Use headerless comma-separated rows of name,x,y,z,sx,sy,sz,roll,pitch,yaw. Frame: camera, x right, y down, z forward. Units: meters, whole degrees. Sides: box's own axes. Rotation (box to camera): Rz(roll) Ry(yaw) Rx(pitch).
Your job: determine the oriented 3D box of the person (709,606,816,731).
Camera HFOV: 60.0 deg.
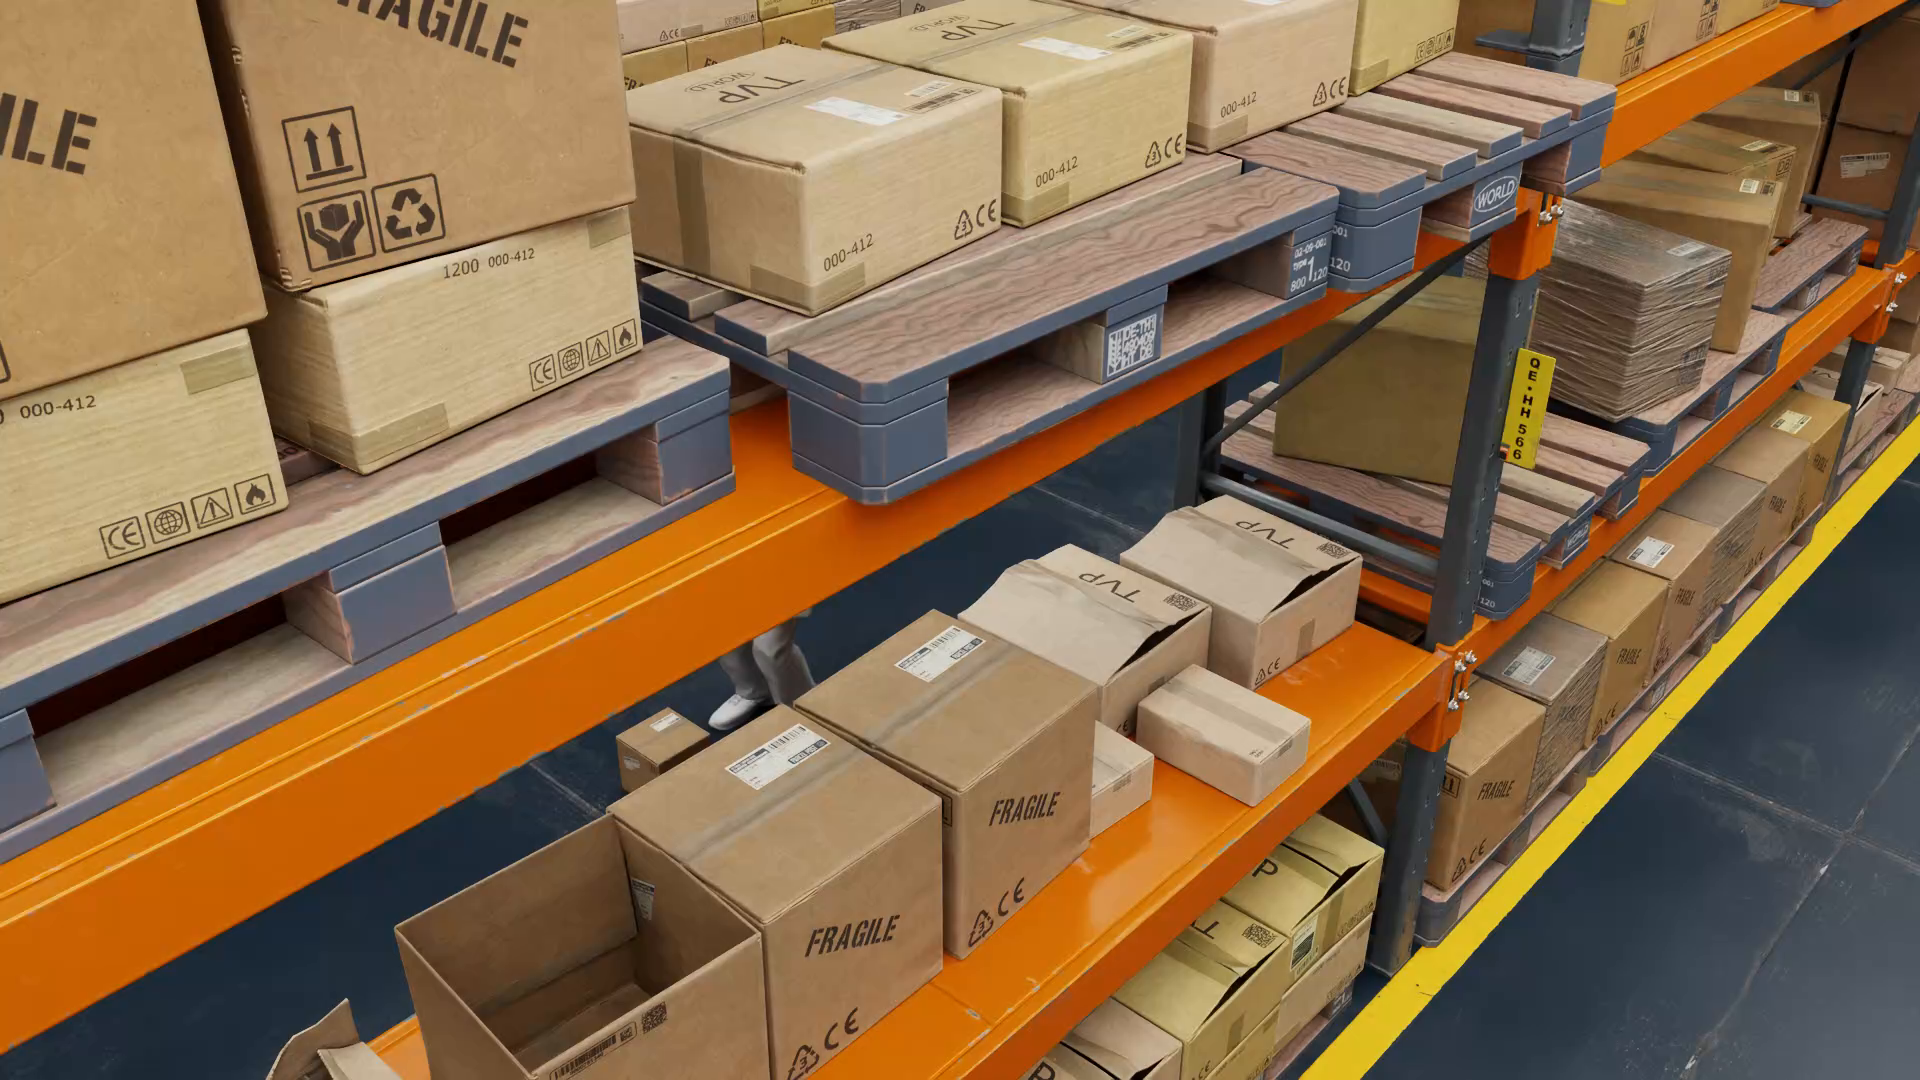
person,-0.738,0.029,6.185,0.599,1.703,0.459,26,40,36
